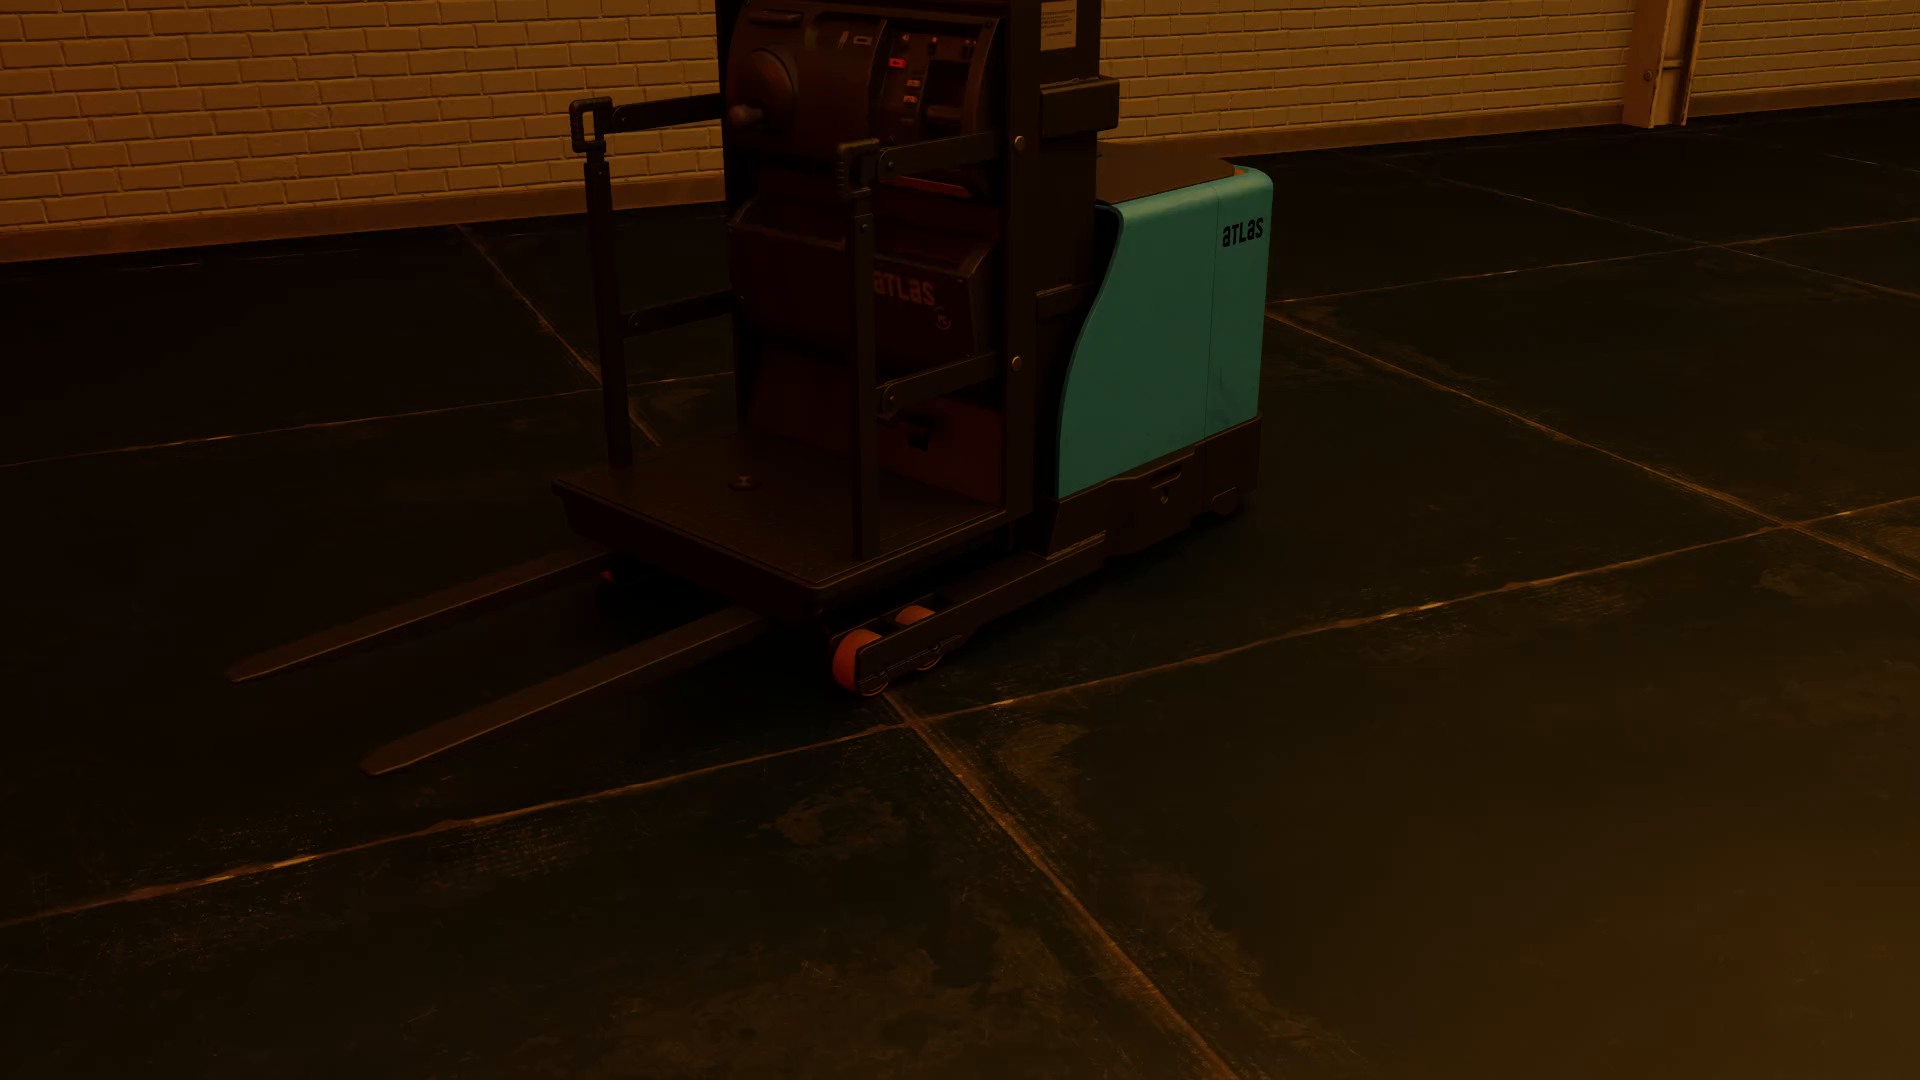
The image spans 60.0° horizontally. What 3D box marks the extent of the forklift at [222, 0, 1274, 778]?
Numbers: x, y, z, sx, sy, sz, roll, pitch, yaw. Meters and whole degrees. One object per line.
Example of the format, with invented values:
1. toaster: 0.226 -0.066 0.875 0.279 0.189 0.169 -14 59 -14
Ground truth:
1. forklift: -0.413 -1.182 4.131 1.130 2.935 3.031 19 29 39
